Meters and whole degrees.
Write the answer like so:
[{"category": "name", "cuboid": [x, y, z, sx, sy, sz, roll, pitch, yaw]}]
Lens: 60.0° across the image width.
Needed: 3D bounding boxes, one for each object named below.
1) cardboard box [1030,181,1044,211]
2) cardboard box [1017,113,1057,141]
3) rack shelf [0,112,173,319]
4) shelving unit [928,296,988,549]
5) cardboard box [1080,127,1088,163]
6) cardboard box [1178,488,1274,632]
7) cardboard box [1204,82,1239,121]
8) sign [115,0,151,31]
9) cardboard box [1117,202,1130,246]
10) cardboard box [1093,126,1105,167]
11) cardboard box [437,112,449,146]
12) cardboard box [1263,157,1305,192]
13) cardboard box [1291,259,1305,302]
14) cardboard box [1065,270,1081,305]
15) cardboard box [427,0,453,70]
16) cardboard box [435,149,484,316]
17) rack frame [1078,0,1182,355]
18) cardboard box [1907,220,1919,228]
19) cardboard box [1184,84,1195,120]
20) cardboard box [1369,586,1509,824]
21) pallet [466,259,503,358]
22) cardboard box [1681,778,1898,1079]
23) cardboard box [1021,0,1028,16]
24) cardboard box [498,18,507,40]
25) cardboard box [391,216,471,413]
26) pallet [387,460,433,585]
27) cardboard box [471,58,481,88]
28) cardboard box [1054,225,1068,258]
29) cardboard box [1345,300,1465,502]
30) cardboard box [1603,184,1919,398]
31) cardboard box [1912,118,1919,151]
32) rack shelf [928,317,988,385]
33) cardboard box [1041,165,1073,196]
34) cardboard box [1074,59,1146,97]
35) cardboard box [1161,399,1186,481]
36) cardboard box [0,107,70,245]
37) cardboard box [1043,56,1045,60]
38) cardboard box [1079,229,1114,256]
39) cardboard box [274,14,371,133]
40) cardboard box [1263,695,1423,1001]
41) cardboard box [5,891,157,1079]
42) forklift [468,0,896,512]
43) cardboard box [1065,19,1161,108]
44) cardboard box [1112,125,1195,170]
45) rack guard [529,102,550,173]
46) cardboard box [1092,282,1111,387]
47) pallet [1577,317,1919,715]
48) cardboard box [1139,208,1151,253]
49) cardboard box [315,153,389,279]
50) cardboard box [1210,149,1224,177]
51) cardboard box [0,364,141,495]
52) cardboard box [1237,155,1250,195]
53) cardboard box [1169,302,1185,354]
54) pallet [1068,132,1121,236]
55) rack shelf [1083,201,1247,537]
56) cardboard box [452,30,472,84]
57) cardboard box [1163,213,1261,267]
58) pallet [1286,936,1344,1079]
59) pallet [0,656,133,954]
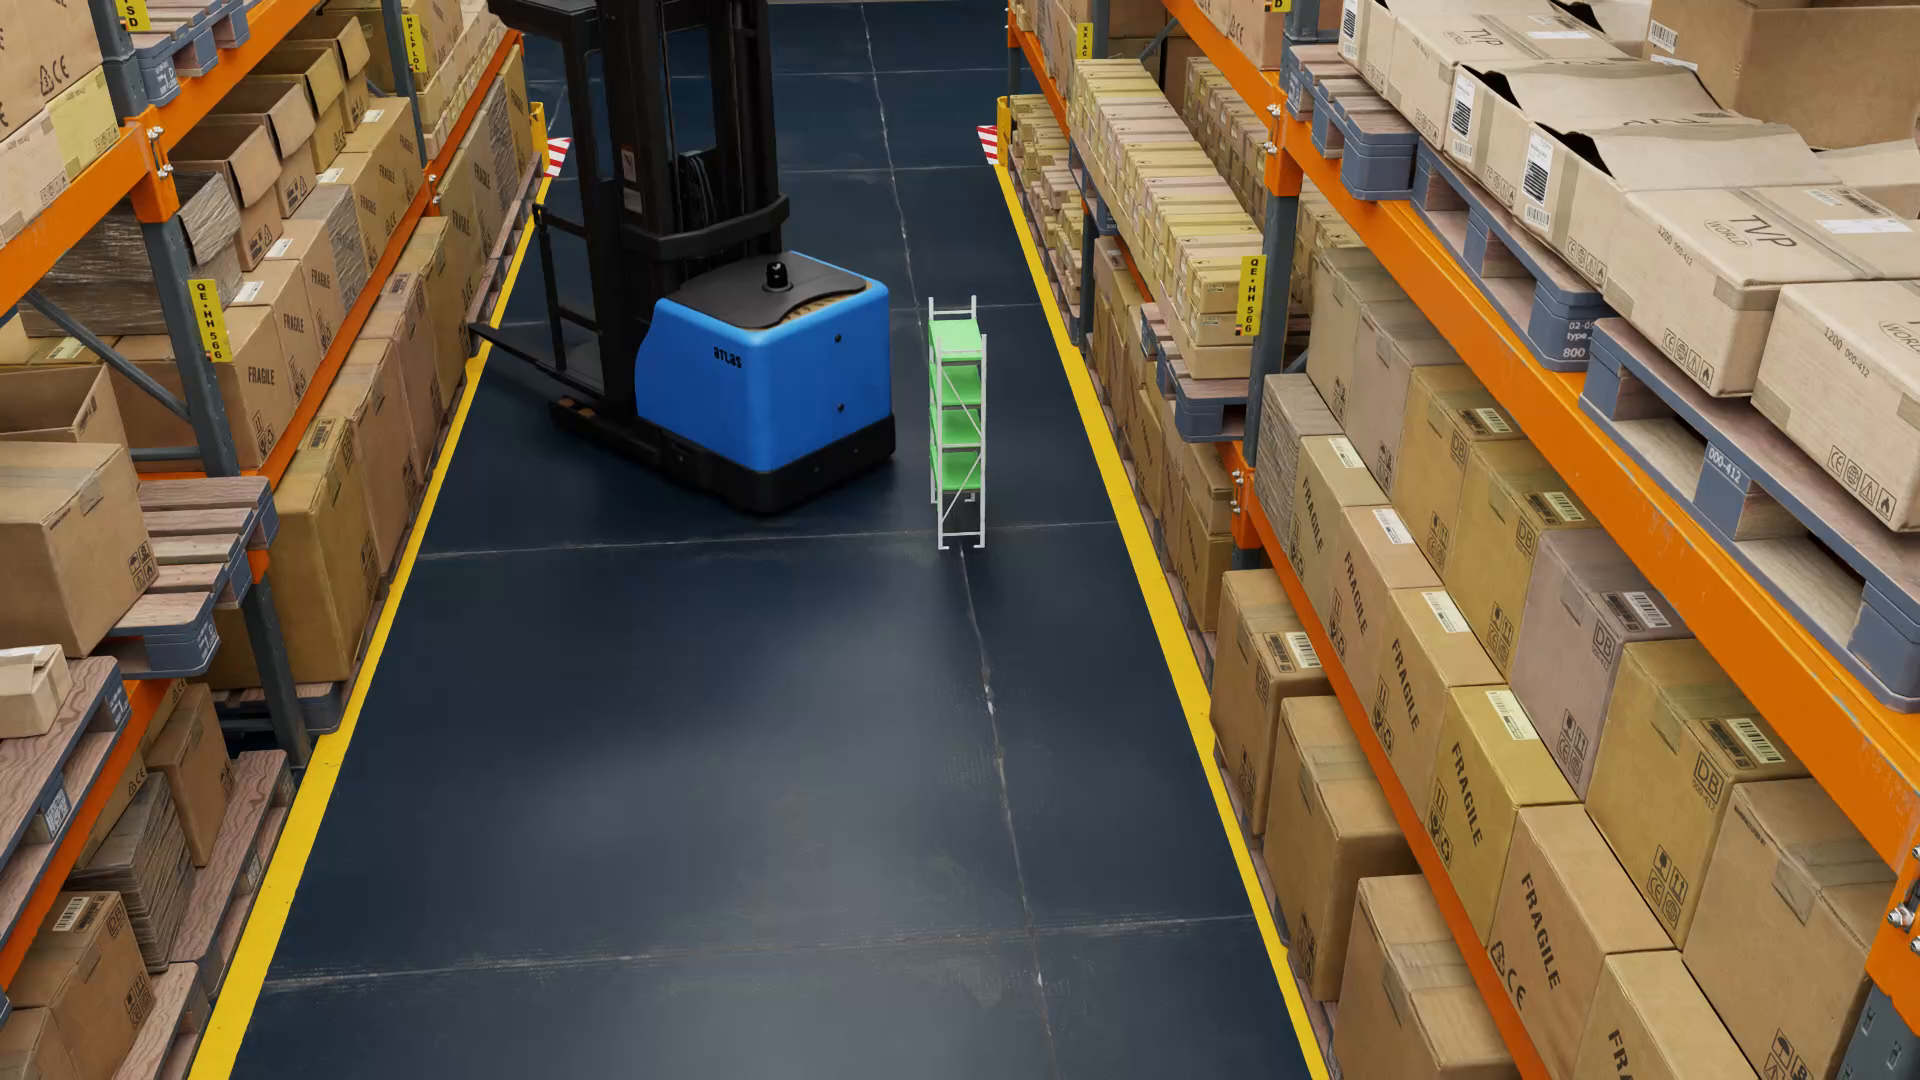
[{"category": "cardboard box", "cuboid": [0.737, -2.605, 12.557, 0.380, 0.149, 0.250, -4, 31, -7]}, {"category": "cardboard box", "cuboid": [0.653, -3.239, 13.038, 0.380, 0.149, 0.250, -3, 31, -5]}, {"category": "rack shelf", "cuboid": [-3.112, -0.268, 4.050, 1.077, 0.370, 4.000, -3, 31, -5]}, {"category": "shelving unit", "cuboid": [-0.015, -0.600, 8.584, 0.258, 1.200, 0.503, -3, 31, -5]}, {"category": "cardboard box", "cuboid": [0.885, -2.247, 9.422, 0.380, 0.149, 0.250, -2, 31, -4]}, {"category": "cardboard box", "cuboid": [1.327, 0.073, 7.731, 0.500, 0.500, 0.500, -3, 31, -5]}, {"category": "cardboard box", "cuboid": [1.555, -2.402, 9.101, 0.380, 0.149, 0.250, -4, 31, -6]}, {"category": "sign", "cuboid": [-2.759, -1.845, 5.485, 0.100, 0.325, 0.005, -3, 31, -5]}, {"category": "cardboard box", "cuboid": [1.001, -1.593, 8.327, 0.380, 0.149, 0.250, -4, 31, -7]}, {"category": "cardboard box", "cuboid": [0.929, -2.119, 8.918, 0.380, 0.149, 0.250, -4, 31, -7]}, {"category": "cardboard box", "cuboid": [-3.394, -2.546, 10.332, 0.380, 0.149, 0.250, -4, 31, -6]}, {"category": "cardboard box", "cuboid": [1.674, -1.741, 7.994, 0.380, 0.149, 0.250, -2, 31, -3]}, {"category": "cardboard box", "cuboid": [1.730, -1.219, 7.702, 0.380, 0.149, 0.250, -1, 31, -2]}, {"category": "cardboard box", "cuboid": [0.899, -1.679, 11.006, 0.380, 0.149, 0.250, -2, 31, -4]}, {"category": "cardboard box", "cuboid": [-3.501, -3.246, 10.385, 0.500, 0.500, 0.500, -3, 31, -5]}, {"category": "cardboard box", "cuboid": [-3.655, -1.962, 10.771, 0.875, 0.875, 0.875, -3, 31, -5]}, {"category": "rack frame", "cuboid": [1.275, -2.539, 10.075, 1.000, 3.000, 0.127, -3, 31, -5]}, {"category": "cardboard box", "cuboid": [2.150, -0.585, 3.618, 0.380, 0.149, 0.250, -3, 31, -5]}, {"category": "cardboard box", "cuboid": [1.509, -2.545, 9.631, 0.380, 0.149, 0.250, -2, 31, -3]}, {"category": "cardboard box", "cuboid": [1.563, 0.474, 4.934, 0.500, 0.500, 0.500, -3, 31, -5]}, {"category": "pallet", "cuboid": [-3.666, -1.547, 11.135, 1.003, 0.211, 1.213, -3, 31, -5]}, {"category": "cardboard box", "cuboid": [1.970, 0.820, 3.379, 0.700, 0.500, 0.500, -3, 31, -5]}, {"category": "cardboard box", "cuboid": [0.743, -4.237, 12.531, 0.500, 0.500, 0.500, -3, 31, -4]}, {"category": "cardboard box", "cuboid": [-3.637, -3.859, 12.531, 0.380, 0.149, 0.250, -3, 31, -4]}, {"category": "cardboard box", "cuboid": [-3.593, -1.295, 9.655, 1.225, 0.875, 0.875, -3, 31, -4]}, {"category": "pallet", "cuboid": [-3.409, -0.141, 8.780, 1.003, 0.211, 1.213, -3, 31, -5]}, {"category": "cardboard box", "cuboid": [-3.517, -3.208, 11.440, 0.380, 0.149, 0.250, -4, 31, -6]}, {"category": "cardboard box", "cuboid": [0.849, -2.042, 11.324, 0.380, 0.149, 0.250, -4, 31, -6]}, {"category": "cardboard box", "cuboid": [1.729, -0.481, 5.557, 0.700, 0.500, 0.500, -3, 31, -5]}, {"category": "cardboard box", "cuboid": [1.688, -0.521, 3.411, 0.500, 0.250, 0.500, -3, 31, -5]}, {"category": "cardboard box", "cuboid": [5.972, -2.526, 10.200, 0.500, 0.250, 0.500, -3, 31, -6]}, {"category": "rack shelf", "cuboid": [-0.015, -0.957, 8.370, 0.258, 0.148, 0.480, -3, 31, -5]}, {"category": "cardboard box", "cuboid": [0.787, -2.582, 11.938, 0.380, 0.149, 0.250, -4, 31, -6]}, {"category": "cardboard box", "cuboid": [0.854, -2.643, 9.506, 0.380, 0.149, 0.250, -1, 31, -2]}, {"category": "cardboard box", "cuboid": [1.266, -0.520, 7.991, 0.500, 0.250, 0.500, -2, 31, -4]}, {"category": "cardboard box", "cuboid": [-2.951, -1.050, 4.804, 0.500, 0.250, 0.500, -3, 31, -5]}, {"category": "cardboard box", "cuboid": [0.801, -3.498, 11.926, 0.380, 0.149, 0.250, -2, 31, -3]}, {"category": "cardboard box", "cuboid": [0.982, -1.920, 10.829, 0.380, 0.149, 0.250, -2, 31, -3]}, {"category": "cardboard box", "cuboid": [-3.605, -2.501, 8.935, 0.797, 0.503, 0.637, -4, 31, -6]}, {"category": "cardboard box", "cuboid": [1.701, 1.050, 5.851, 1.050, 0.750, 0.750, -2, 31, -4]}, {"category": "cardboard box", "cuboid": [-3.092, 1.487, 5.345, 0.700, 0.500, 0.500, 0, 31, 0]}, {"category": "forklift", "cuboid": [-1.797, -2.041, 9.309, 3.031, 2.935, 1.130, 25, 39, 35]}, {"category": "cardboard box", "cuboid": [0.948, -2.943, 10.364, 0.500, 0.500, 0.500, -3, 31, -5]}, {"category": "cardboard box", "cuboid": [0.975, -1.983, 8.401, 0.380, 0.149, 0.250, -2, 31, -3]}, {"category": "rack guard", "cuboid": [-4.049, -3.334, 13.844, 1.175, 0.500, 0.348, -3, 31, -5]}, {"category": "cardboard box", "cuboid": [1.080, -1.256, 9.956, 0.500, 0.500, 0.500, -2, 31, -3]}, {"category": "pallet", "cuboid": [1.887, -0.126, 3.297, 0.805, 0.209, 1.217, -4, 31, -7]}, {"category": "cardboard box", "cuboid": [1.051, -1.452, 7.802, 0.380, 0.149, 0.250, -3, 31, -5]}, {"category": "cardboard box", "cuboid": [-3.262, -1.650, 8.491, 0.500, 0.500, 0.500, -3, 31, -5]}, {"category": "cardboard box", "cuboid": [1.578, -2.030, 9.059, 0.380, 0.149, 0.250, -4, 31, -7]}, {"category": "cardboard box", "cuboid": [-3.209, -0.260, 5.753, 0.500, 0.500, 0.500, -6, 31, -11]}, {"category": "cardboard box", "cuboid": [1.635, -1.872, 8.505, 0.380, 0.149, 0.250, -3, 31, -4]}, {"category": "cardboard box", "cuboid": [1.123, -0.926, 7.210, 0.380, 0.149, 0.250, -3, 31, -5]}, {"category": "pallet", "cuboid": [1.201, -2.059, 9.459, 1.003, 0.211, 1.213, -3, 31, -5]}, {"category": "rack shelf", "cuboid": [1.462, -1.209, 8.550, 1.077, 0.370, 4.000, -3, 31, -5]}, {"category": "cardboard box", "cuboid": [-3.552, -3.187, 11.016, 0.500, 0.250, 0.500, -2, 31, -3]}, {"category": "cardboard box", "cuboid": [1.100, -1.315, 7.281, 0.380, 0.149, 0.250, -2, 31, -3]}, {"category": "pallet", "cuboid": [1.758, 1.728, 5.651, 1.003, 0.211, 1.213, -3, 31, -5]}, {"category": "pallet", "cuboid": [-3.074, 0.781, 4.705, 1.003, 0.211, 1.213, -3, 31, -5]}]
